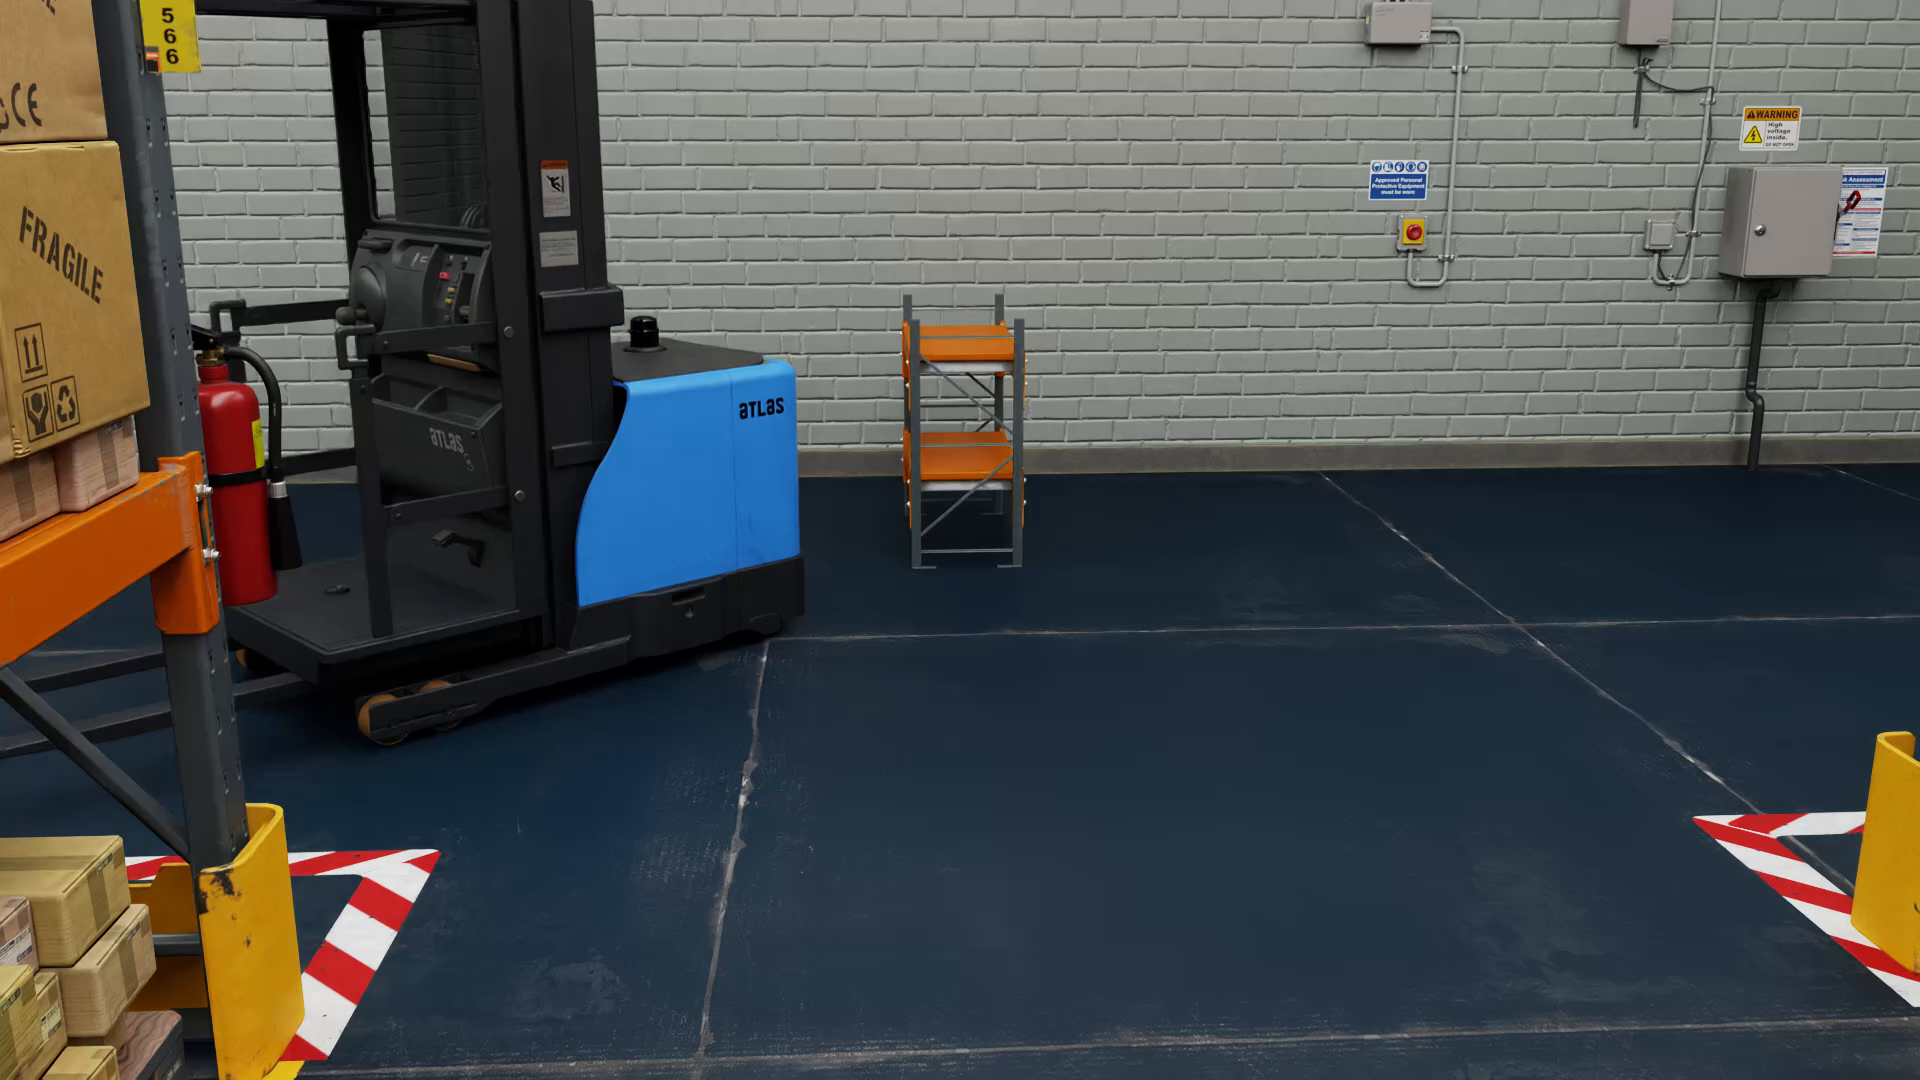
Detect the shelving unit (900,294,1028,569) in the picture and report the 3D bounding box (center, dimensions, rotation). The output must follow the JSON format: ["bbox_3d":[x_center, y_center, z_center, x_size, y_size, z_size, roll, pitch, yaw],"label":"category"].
[{"bbox_3d":[0.000,-0.546,7.893,0.538,1.125,1.048,-1,14,-3],"label":"shelving unit"}]

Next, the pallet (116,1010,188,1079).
[{"bbox_3d":[-2.058,1.225,2.840,1.003,0.211,1.213,-1,14,-3],"label":"pallet"}]

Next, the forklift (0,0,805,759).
[{"bbox_3d":[-2.022,-0.894,5.618,3.031,2.935,1.130,-14,20,-43],"label":"forklift"}]

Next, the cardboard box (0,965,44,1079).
[{"bbox_3d":[-1.691,0.796,2.596,0.380,0.149,0.250,-1,14,-5],"label":"cardboard box"}]

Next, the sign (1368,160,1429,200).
[{"bbox_3d":[2.432,-1.995,9.219,0.327,0.218,0.001,-1,14,-3],"label":"sign"}]

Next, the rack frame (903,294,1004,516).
[{"bbox_3d":[-0.032,-0.673,8.384,0.500,1.125,0.032,-1,14,-3],"label":"rack frame"}]

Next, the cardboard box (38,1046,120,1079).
[{"bbox_3d":[-1.720,1.021,2.917,0.380,0.149,0.250,0,14,-2],"label":"cardboard box"}]

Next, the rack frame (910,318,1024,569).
[{"bbox_3d":[0.031,-0.420,7.401,0.500,1.125,0.032,-1,14,-3],"label":"rack frame"}]

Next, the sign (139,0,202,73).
[{"bbox_3d":[-1.522,-1.064,3.183,0.100,0.325,0.005,-1,14,-3],"label":"sign"}]

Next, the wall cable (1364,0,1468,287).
[{"bbox_3d":[2.484,-2.357,9.066,0.585,1.953,0.123,-1,14,-3],"label":"wall cable"}]

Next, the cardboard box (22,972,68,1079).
[{"bbox_3d":[-1.798,0.879,2.870,0.380,0.149,0.250,-1,14,-5],"label":"cardboard box"}]

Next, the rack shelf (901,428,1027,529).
[{"bbox_3d":[0.000,-0.310,7.954,0.538,0.278,1.000,-1,14,-3],"label":"rack shelf"}]

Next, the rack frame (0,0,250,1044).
[{"bbox_3d":[-2.078,-0.346,3.353,1.000,3.000,0.127,-1,14,-3],"label":"rack frame"}]

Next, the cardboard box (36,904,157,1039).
[{"bbox_3d":[-1.760,0.814,3.126,0.380,0.149,0.250,-1,14,-5],"label":"cardboard box"}]

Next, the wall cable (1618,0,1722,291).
[{"bbox_3d":[3.899,-2.367,9.167,0.588,1.984,0.122,-1,14,-3],"label":"wall cable"}]

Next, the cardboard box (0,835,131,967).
[{"bbox_3d":[-1.792,0.670,3.085,0.380,0.149,0.250,-1,14,-3],"label":"cardboard box"}]

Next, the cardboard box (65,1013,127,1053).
[{"bbox_3d":[-1.837,0.959,3.160,0.380,0.149,0.250,-1,14,-2],"label":"cardboard box"}]

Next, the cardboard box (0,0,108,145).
[{"bbox_3d":[-1.801,-0.913,2.752,0.500,0.500,0.500,-1,14,-5],"label":"cardboard box"}]

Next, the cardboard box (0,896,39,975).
[{"bbox_3d":[-1.834,0.734,2.839,0.380,0.149,0.250,-1,14,-2],"label":"cardboard box"}]

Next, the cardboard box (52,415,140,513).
[{"bbox_3d":[-1.775,-0.148,3.086,0.380,0.149,0.250,-1,14,-3],"label":"cardboard box"}]

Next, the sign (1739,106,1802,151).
[{"bbox_3d":[4.522,-2.297,9.276,0.339,0.242,0.001,-1,14,-3],"label":"sign"}]

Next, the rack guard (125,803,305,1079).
[{"bbox_3d":[-2.073,0.883,3.591,1.175,0.500,0.348,-1,14,-3],"label":"rack guard"}]

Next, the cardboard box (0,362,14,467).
[{"bbox_3d":[-1.766,-0.303,2.387,0.500,0.500,0.500,-1,14,-4],"label":"cardboard box"}]

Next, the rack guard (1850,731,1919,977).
[{"bbox_3d":[2.855,0.757,4.082,1.175,0.500,0.348,-1,14,-3],"label":"rack guard"}]

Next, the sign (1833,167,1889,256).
[{"bbox_3d":[5.070,-1.859,9.423,0.329,0.494,0.001,-1,14,-3],"label":"sign"}]

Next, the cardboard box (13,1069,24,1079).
[{"bbox_3d":[-1.726,0.943,2.624,0.380,0.149,0.250,-1,15,-6],"label":"cardboard box"}]

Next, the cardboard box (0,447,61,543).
[{"bbox_3d":[-1.797,-0.086,2.844,0.380,0.149,0.250,-1,14,-4],"label":"cardboard box"}]

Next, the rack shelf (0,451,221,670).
[{"bbox_3d":[-1.954,0.499,1.510,1.077,0.370,4.000,-1,14,-3],"label":"rack shelf"}]

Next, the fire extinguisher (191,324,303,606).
[{"bbox_3d":[-1.632,-0.198,3.680,0.296,0.674,0.183,-1,14,-3],"label":"fire extinguisher"}]

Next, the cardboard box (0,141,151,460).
[{"bbox_3d":[-1.793,-0.431,2.885,0.500,0.500,0.500,-1,14,-2],"label":"cardboard box"}]

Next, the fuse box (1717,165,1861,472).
[{"bbox_3d":[4.590,-1.222,9.342,0.539,1.711,0.414,-1,14,-3],"label":"fuse box"}]

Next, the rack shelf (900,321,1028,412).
[{"bbox_3d":[0.000,-0.830,7.820,0.538,0.278,1.000,-1,14,-3],"label":"rack shelf"}]
